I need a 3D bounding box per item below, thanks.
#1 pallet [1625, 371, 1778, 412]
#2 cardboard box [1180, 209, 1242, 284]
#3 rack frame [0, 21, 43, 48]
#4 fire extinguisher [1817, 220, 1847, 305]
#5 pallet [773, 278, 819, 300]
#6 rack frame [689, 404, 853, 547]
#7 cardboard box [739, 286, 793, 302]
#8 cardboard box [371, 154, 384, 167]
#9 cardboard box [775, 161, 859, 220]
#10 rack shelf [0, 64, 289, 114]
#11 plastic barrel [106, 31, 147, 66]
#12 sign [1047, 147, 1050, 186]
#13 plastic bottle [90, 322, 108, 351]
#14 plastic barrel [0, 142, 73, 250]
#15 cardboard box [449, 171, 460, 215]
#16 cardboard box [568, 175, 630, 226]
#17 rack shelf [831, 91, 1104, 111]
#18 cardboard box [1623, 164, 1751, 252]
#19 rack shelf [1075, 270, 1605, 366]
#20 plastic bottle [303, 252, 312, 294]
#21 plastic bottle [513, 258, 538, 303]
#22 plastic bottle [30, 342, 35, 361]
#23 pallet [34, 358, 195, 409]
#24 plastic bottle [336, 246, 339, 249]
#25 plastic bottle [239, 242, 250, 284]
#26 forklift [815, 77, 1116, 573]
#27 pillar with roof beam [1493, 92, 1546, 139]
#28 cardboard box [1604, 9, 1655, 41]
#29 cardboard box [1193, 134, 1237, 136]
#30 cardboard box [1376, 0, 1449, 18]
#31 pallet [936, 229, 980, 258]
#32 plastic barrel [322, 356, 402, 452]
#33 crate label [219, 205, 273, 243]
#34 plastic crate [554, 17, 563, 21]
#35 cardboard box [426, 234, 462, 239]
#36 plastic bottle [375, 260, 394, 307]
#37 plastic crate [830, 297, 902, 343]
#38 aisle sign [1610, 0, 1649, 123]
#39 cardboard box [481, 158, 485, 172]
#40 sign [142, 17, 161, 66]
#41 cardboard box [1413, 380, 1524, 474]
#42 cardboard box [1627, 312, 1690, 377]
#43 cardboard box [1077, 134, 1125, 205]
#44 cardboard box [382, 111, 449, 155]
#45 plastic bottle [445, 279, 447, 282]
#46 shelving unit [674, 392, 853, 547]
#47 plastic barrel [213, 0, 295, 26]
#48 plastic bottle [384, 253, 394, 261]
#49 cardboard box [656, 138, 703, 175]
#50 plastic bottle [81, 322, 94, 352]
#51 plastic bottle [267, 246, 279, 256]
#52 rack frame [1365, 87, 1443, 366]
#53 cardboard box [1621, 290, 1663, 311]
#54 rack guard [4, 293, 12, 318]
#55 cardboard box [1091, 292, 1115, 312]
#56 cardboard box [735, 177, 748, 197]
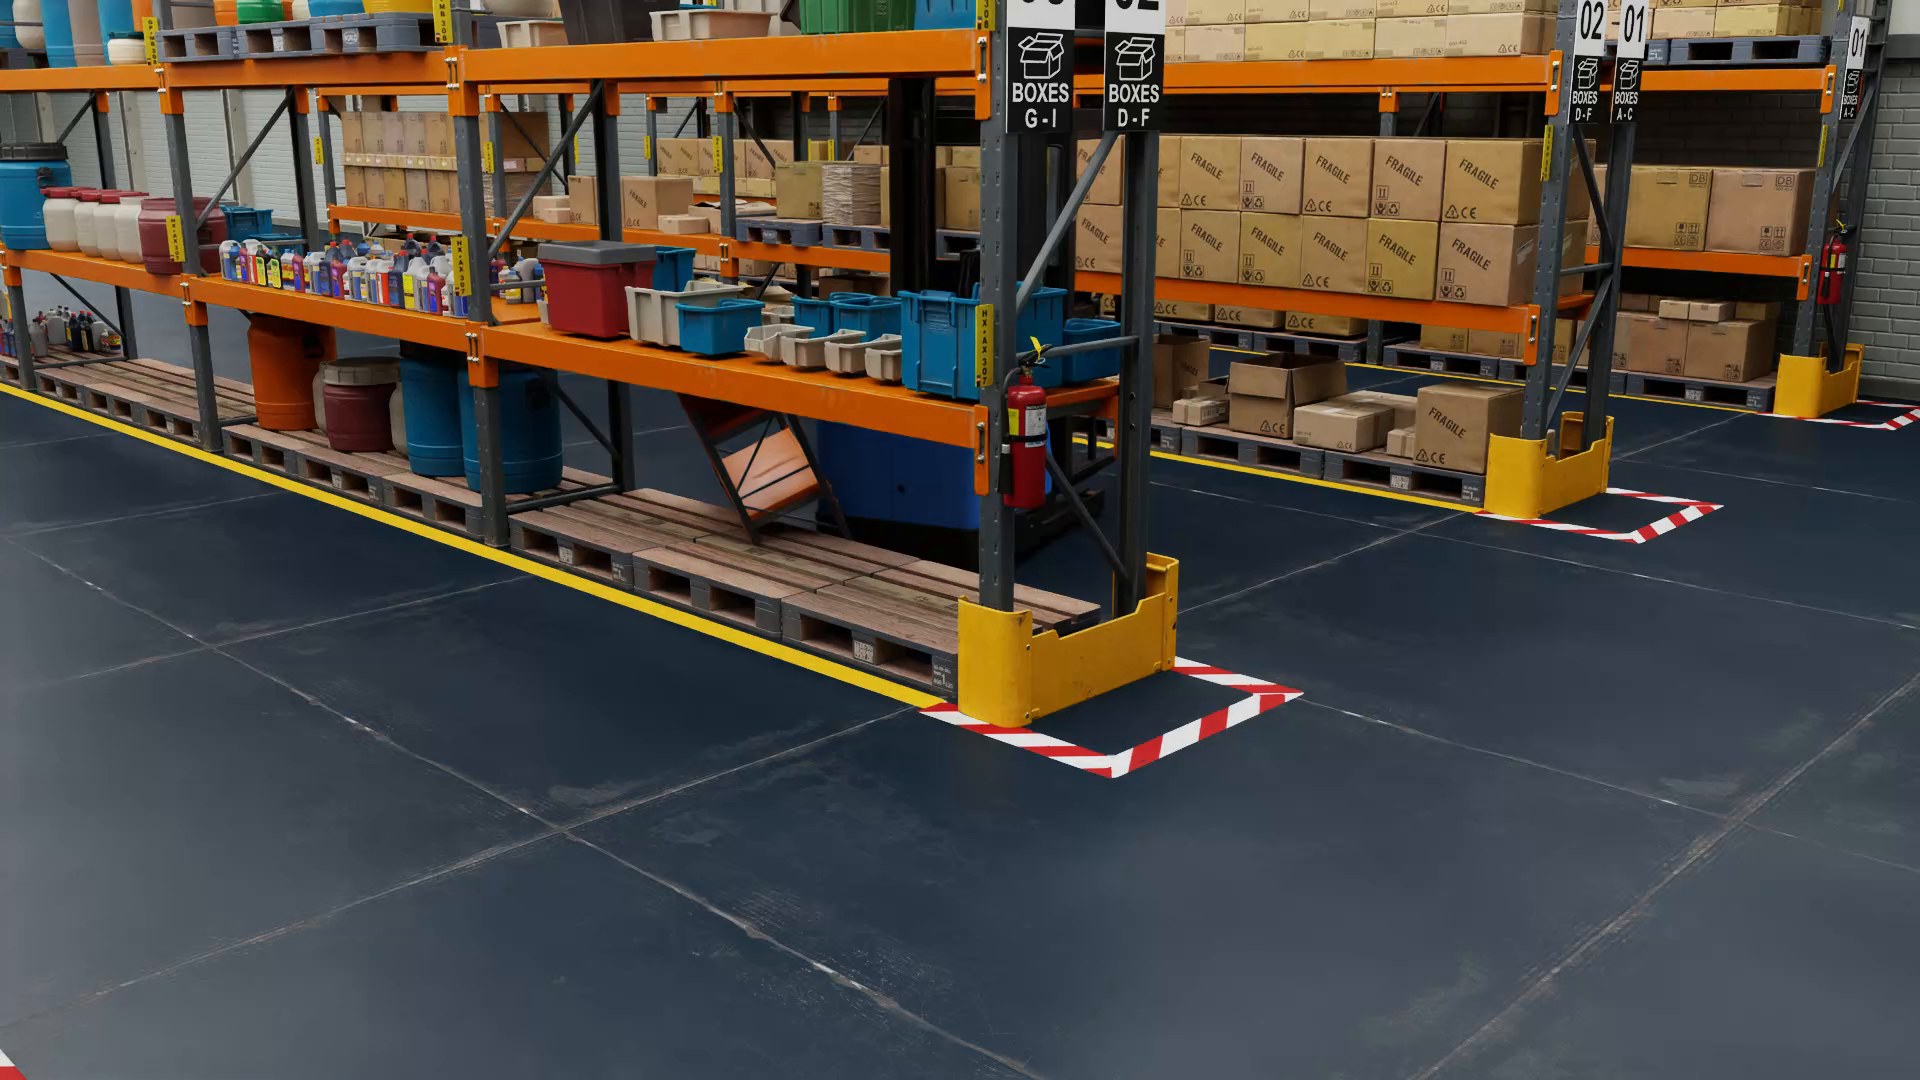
[{"bbox_3d":[6.715,-1.373,14.782,1.213,0.211,1.003,14,20,42],"label":"pallet"},{"bbox_3d":[1.936,-2.129,11.957,0.500,0.500,0.500,14,20,42],"label":"cardboard box"},{"bbox_3d":[-8.171,-5.801,14.350,0.127,3.000,1.000,14,20,42],"label":"rack frame"},{"bbox_3d":[7.133,-2.268,13.582,0.183,0.674,0.296,14,20,42],"label":"fire extinguisher"},{"bbox_3d":[-1.802,-3.458,22.786,1.213,0.211,1.003,14,20,42],"label":"pallet"},{"bbox_3d":[-0.994,-0.312,8.964,0.500,1.125,0.032,-27,27,-7],"label":"rack frame"},{"bbox_3d":[-2.023,-2.386,16.648,0.500,0.311,0.500,-14,20,-42],"label":"cardboard box"},{"bbox_3d":[-6.926,-4.617,20.219,0.250,0.149,0.380,13,20,41],"label":"cardboard box"},{"bbox_3d":[-1.319,-3.259,15.458,0.500,0.500,0.700,7,16,24],"label":"cardboard box"},{"bbox_3d":[-6.731,-3.652,13.476,4.000,0.370,1.077,14,20,42],"label":"rack shelf"},{"bbox_3d":[-6.369,-3.763,12.751,0.301,0.262,0.301,0,15,0],"label":"plastic barrel"},{"bbox_3d":[0.647,-2.856,12.647,0.005,0.325,0.100,14,20,42],"label":"sign"},{"bbox_3d":[-8.347,-1.980,16.112,0.152,0.276,0.135,-14,20,-42],"label":"plastic bottle"},{"bbox_3d":[-8.103,-3.018,14.573,0.708,0.901,0.600,14,20,42],"label":"plastic barrel"},{"bbox_3d":[-5.438,-4.013,19.186,0.500,0.500,0.700,13,20,42],"label":"cardboard box"},{"bbox_3d":[-3.809,-3.616,17.661,0.500,0.500,0.500,-13,19,-40],"label":"cardboard box"},{"bbox_3d":[0.146,-5.450,20.377,4.000,0.370,1.077,14,20,42],"label":"rack shelf"},{"bbox_3d":[6.439,-2.954,14.727,0.700,0.700,0.980,13,20,42],"label":"cardboard box"},{"bbox_3d":[2.469,-1.699,11.929,4.000,0.370,1.077,14,20,42],"label":"rack shelf"},{"bbox_3d":[-4.308,-1.774,11.048,0.097,0.271,0.097,0,15,0],"label":"plastic bottle"},{"bbox_3d":[-2.744,-1.652,10.571,0.135,0.276,0.152,14,20,42],"label":"plastic bottle"},{"bbox_3d":[-8.648,-1.764,15.431,0.097,0.201,0.097,0,15,0],"label":"plastic bottle"},{"bbox_3d":[-7.578,-1.419,14.958,1.213,0.211,1.003,14,20,42],"label":"pallet"},{"bbox_3d":[-4.633,-2.085,12.380,0.097,0.201,0.097,0,15,0],"label":"plastic bottle"},{"bbox_3d":[-4.999,-1.942,11.666,0.133,0.283,0.061,14,20,42],"label":"plastic bottle"},{"bbox_3d":[0.267,-1.563,10.116,1.130,2.935,3.031,7,16,24],"label":"forklift"},{"bbox_3d":[2.581,-5.453,13.012,0.400,9.000,9.100,14,20,42],"label":"pillar with roof beam"},{"bbox_3d":[5.880,-4.488,14.525,0.500,0.250,0.500,13,19,41],"label":"cardboard box"},{"bbox_3d":[1.944,-2.798,12.541,0.500,0.500,0.500,13,20,41],"label":"cardboard box"},{"bbox_3d":[3.002,-3.449,10.576,0.500,0.250,0.500,14,20,42],"label":"cardboard box"},{"bbox_3d":[0.530,-2.464,13.819,1.213,0.211,1.003,14,20,42],"label":"pallet"},{"bbox_3d":[-4.114,-0.954,11.596,0.708,0.588,0.600,14,20,42],"label":"plastic barrel"},{"bbox_3d":[-5.818,-2.438,13.271,0.616,0.435,0.502,14,20,42],"label":"crate label"},{"bbox_3d":[-1.897,-2.828,9.308,0.662,0.188,0.450,14,20,42],"label":"plastic crate"},{"bbox_3d":[-6.287,-3.520,20.626,0.500,0.500,0.500,14,20,42],"label":"cardboard box"},{"bbox_3d":[-3.546,-1.601,10.373,0.135,0.276,0.152,14,20,42],"label":"plastic bottle"},{"bbox_3d":[-0.429,-1.080,8.340,0.300,0.233,0.416,14,20,42],"label":"plastic crate"},{"bbox_3d":[4.162,-2.996,10.326,0.004,0.787,0.394,14,20,42],"label":"aisle sign"},{"bbox_3d":[-5.251,-4.211,18.661,0.250,0.149,0.380,13,20,41],"label":"cardboard box"},{"bbox_3d":[-5.668,-3.498,11.667,0.005,0.325,0.100,14,20,42],"label":"sign"},{"bbox_3d":[3.346,-0.750,10.948,0.500,0.500,0.500,14,20,42],"label":"cardboard box"},{"bbox_3d":[6.411,-1.782,14.947,0.500,0.500,0.700,14,20,42],"label":"cardboard box"},{"bbox_3d":[1.173,-2.795,12.530,0.500,0.500,0.500,-14,20,-43],"label":"cardboard box"},{"bbox_3d":[-6.498,-4.901,20.020,0.500,0.500,0.700,14,20,42],"label":"cardboard box"},{"bbox_3d":[-3.076,-1.462,9.989,0.097,0.201,0.097,0,15,0],"label":"plastic bottle"},{"bbox_3d":[-1.146,-0.494,9.414,0.538,1.125,1.048,-27,27,-7],"label":"shelving unit"},{"bbox_3d":[-4.884,-3.961,11.551,0.708,0.830,0.600,14,20,42],"label":"plastic barrel"},{"bbox_3d":[-4.047,-1.943,11.833,0.097,0.201,0.097,0,15,0],"label":"plastic bottle"},{"bbox_3d":[-4.038,-5.559,24.087,0.500,0.500,0.500,14,20,42],"label":"cardboard box"},{"bbox_3d":[-8.421,-1.964,16.037,0.133,0.283,0.061,14,20,42],"label":"plastic bottle"},{"bbox_3d":[-4.764,-1.907,11.555,0.097,0.271,0.097,0,15,0],"label":"plastic bottle"},{"bbox_3d":[4.465,-3.297,16.635,0.127,3.000,1.000,14,20,42],"label":"rack frame"},{"bbox_3d":[6.271,-2.200,15.263,0.250,0.149,0.380,14,20,43],"label":"cardboard box"},{"bbox_3d":[-10.963,-2.384,18.090,0.348,0.500,1.175,14,20,42],"label":"rack guard"},{"bbox_3d":[2.024,-3.007,18.954,0.750,0.750,0.750,13,20,41],"label":"cardboard box"},{"bbox_3d":[-2.934,-4.923,23.136,0.500,0.250,0.500,14,20,43],"label":"cardboard box"}]
